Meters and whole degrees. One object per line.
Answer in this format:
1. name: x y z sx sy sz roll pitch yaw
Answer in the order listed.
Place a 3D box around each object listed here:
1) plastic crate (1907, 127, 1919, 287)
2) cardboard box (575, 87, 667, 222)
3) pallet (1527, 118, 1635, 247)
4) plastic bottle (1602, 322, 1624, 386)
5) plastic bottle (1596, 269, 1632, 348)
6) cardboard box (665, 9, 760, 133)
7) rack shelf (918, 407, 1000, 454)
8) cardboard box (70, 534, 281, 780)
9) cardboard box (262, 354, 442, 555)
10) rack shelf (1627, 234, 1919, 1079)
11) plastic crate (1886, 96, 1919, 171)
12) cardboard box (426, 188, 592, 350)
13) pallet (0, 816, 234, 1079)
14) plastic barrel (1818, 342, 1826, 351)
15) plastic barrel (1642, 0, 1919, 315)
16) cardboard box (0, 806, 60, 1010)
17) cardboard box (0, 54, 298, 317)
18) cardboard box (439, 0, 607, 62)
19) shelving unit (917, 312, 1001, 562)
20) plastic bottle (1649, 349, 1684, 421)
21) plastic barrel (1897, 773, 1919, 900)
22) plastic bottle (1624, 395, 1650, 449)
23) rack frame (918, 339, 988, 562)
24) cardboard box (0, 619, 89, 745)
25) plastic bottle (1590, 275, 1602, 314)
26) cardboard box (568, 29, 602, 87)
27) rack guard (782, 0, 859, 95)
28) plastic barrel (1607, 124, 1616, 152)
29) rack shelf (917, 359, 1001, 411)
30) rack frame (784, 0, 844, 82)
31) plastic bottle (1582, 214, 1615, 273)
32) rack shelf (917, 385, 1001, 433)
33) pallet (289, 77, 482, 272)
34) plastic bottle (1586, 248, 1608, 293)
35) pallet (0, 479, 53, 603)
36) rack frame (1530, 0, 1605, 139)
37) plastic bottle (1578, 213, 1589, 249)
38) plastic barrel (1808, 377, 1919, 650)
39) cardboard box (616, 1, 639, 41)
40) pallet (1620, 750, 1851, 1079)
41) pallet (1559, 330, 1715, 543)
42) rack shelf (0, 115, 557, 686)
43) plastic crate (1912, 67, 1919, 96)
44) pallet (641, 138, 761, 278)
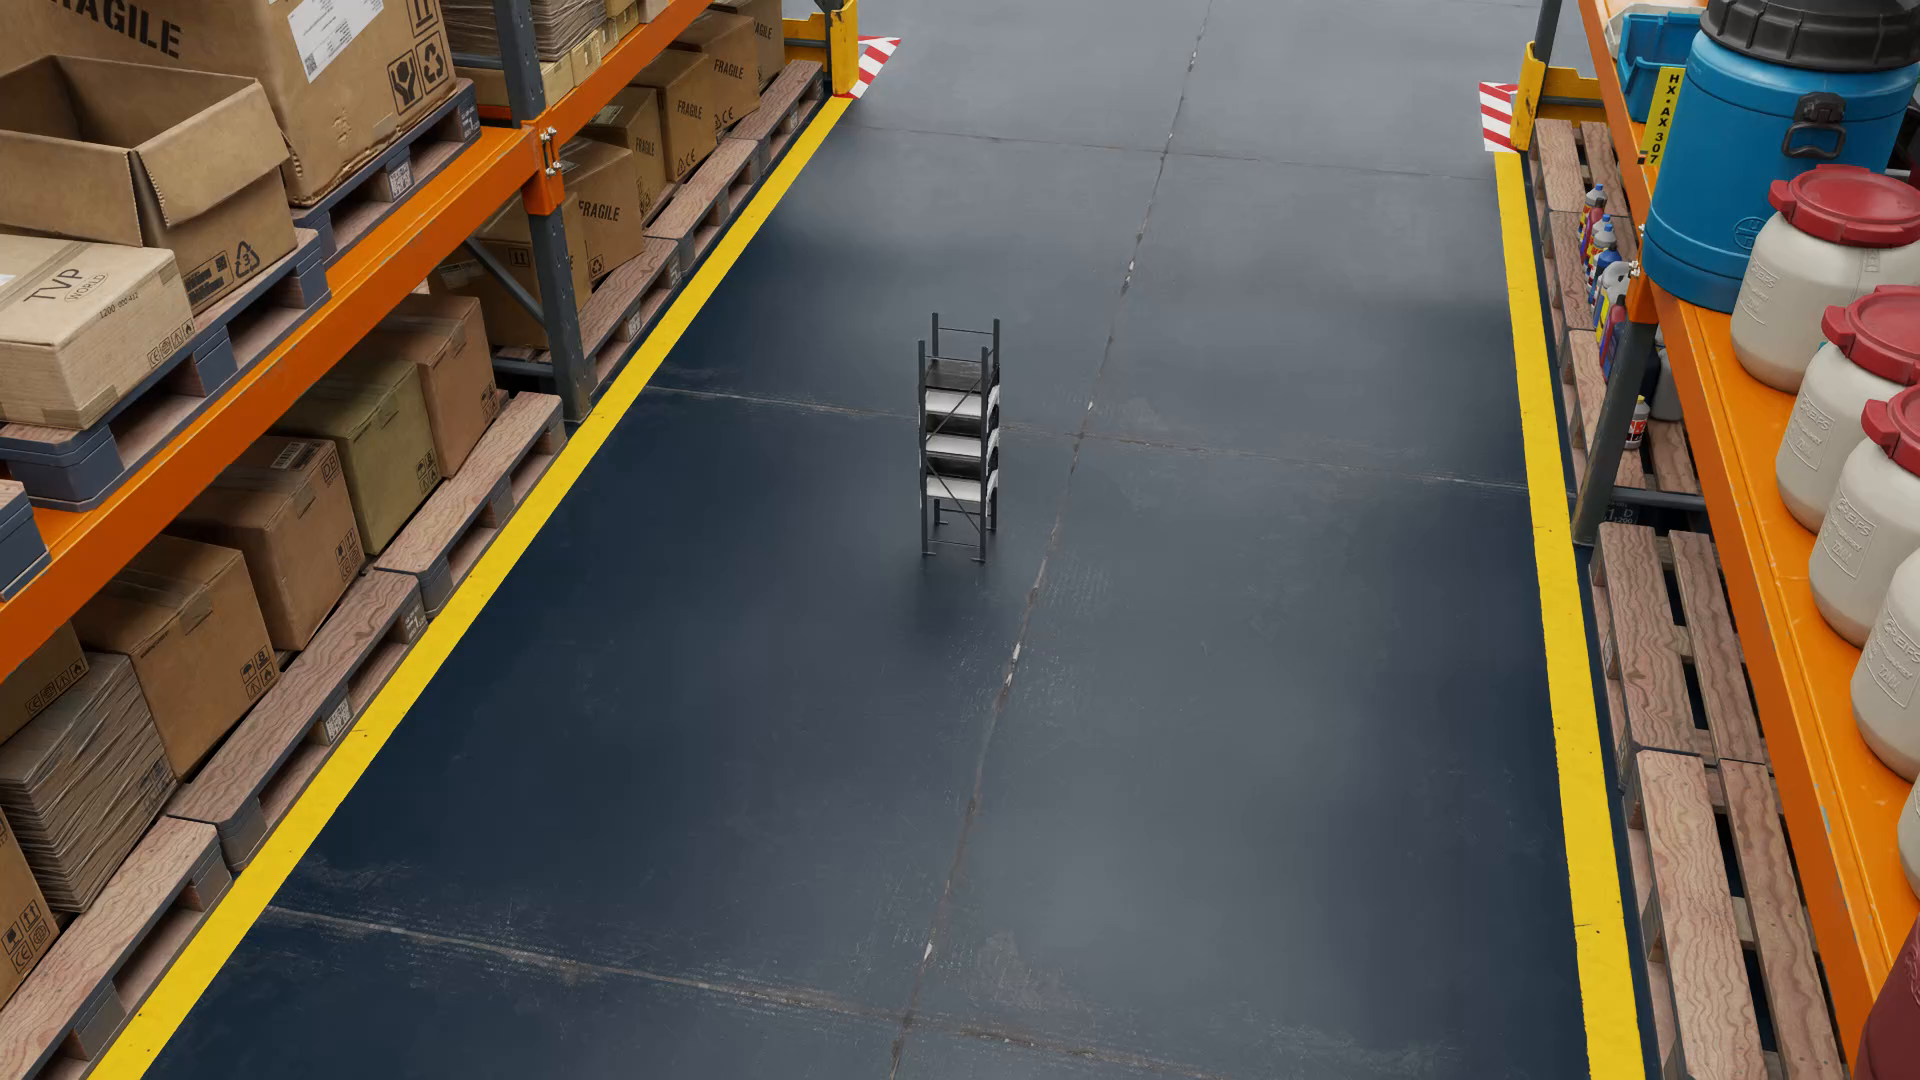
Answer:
1. plastic crate: 2.987 -0.875 4.846 0.402 0.464 0.583 7 37 10
2. cardboard box: -1.752 -1.863 8.036 0.500 0.500 0.500 4 36 6
3. pallet: 3.497 -1.814 8.573 1.003 0.211 1.213 7 37 10
4. plastic bottle: 2.689 -0.786 6.660 0.144 0.351 0.185 6 36 8
5. plastic bottle: 2.758 -0.971 6.916 0.144 0.351 0.185 7 37 10
6. cardboard box: -1.437 -2.534 8.962 0.500 0.500 0.500 17 39 22
7. rack shelf: -0.002 -0.406 5.946 0.258 0.077 0.200 7 37 10
8. cardboard box: -2.557 0.310 5.022 0.700 0.500 0.500 10 37 14
9. cardboard box: -2.319 -0.331 5.906 0.700 0.500 0.500 7 37 10
10. rack shelf: 2.364 0.273 3.930 1.077 0.370 4.000 7 37 10
11. plastic crate: 3.028 -1.424 5.711 0.767 0.338 0.504 7 37 10
12. cardboard box: -1.923 -1.168 7.077 0.500 0.500 0.500 6 36 9
13. pallet: -2.733 1.189 4.430 1.003 0.211 1.213 7 37 10
14. plastic barrel: 2.359 -0.369 4.321 0.301 0.262 0.301 0 36 0
15. plastic barrel: 2.413 -1.184 4.901 0.600 0.901 0.708 7 37 10
16. cardboard box: -2.778 0.955 4.131 0.700 0.500 0.500 5 36 8
17. cardboard box: -2.327 -0.992 4.617 0.797 0.503 0.637 11 37 15
18. cardboard box: -1.891 -2.197 6.386 0.875 0.500 0.500 7 37 10
19. shelving unit: -0.002 -0.360 5.980 0.258 0.900 0.210 7 37 10
20. plastic bottle: 2.788 -0.657 6.483 0.144 0.351 0.185 7 37 10
21. plastic barrel: 1.948 0.467 2.955 0.421 0.512 0.421 0 36 0
22. plastic bottle: 2.565 -0.457 6.334 0.097 0.201 0.097 0 36 0
23. rack frame: -0.023 -0.301 5.899 0.240 0.900 0.006 7 37 10
24. cardboard box: -2.684 0.345 4.334 0.500 0.250 0.500 11 37 15
25. plastic bottle: 2.795 -1.074 7.186 0.097 0.201 0.097 0 36 0
26. cardboard box: -1.641 -1.911 6.545 0.380 0.149 0.250 7 37 10
27. rack guard: -1.209 -3.023 9.995 1.175 0.500 0.348 7 37 10
28. plastic barrel: 3.580 -2.234 8.538 0.421 0.512 0.421 0 36 0
29. rack shelf: -0.002 -0.551 5.841 0.258 0.077 0.200 7 37 10
30. rack frame: -1.193 -4.079 9.322 1.000 3.000 0.127 7 37 10
31. plastic bottle: 2.881 -1.334 7.485 0.097 0.271 0.097 0 36 0
32. rack shelf: -0.002 -0.478 5.893 0.258 0.077 0.200 7 37 10
33. pallet: -2.352 -1.288 5.634 1.003 0.211 1.213 7 37 10
34. plastic bottle: 2.839 -1.192 7.348 0.097 0.201 0.097 0 36 0
35. pallet: -2.853 0.163 3.632 1.213 0.211 1.003 7 37 10
36. rack frame: 3.646 -3.458 8.465 1.000 3.000 0.127 7 37 10
37. plastic bottle: 2.932 -1.443 7.695 0.097 0.201 0.097 0 36 0
38. plastic barrel: 2.124 -0.030 3.620 0.433 0.535 0.433 0 36 0
39. cardboard box: -1.571 -2.202 6.947 0.380 0.149 0.250 7 37 10
40. pallet: 2.403 1.121 4.523 1.003 0.211 1.213 7 37 10
41. pallet: 2.976 -0.415 6.643 1.003 0.211 1.213 7 37 10
42. rack shelf: -2.474 -0.348 4.787 1.077 0.370 4.000 7 37 10
43. plastic crate: 3.357 -1.822 6.388 0.450 0.188 0.662 7 37 10
44. pallet: -1.680 -1.747 8.481 1.003 0.211 1.213 7 37 10
